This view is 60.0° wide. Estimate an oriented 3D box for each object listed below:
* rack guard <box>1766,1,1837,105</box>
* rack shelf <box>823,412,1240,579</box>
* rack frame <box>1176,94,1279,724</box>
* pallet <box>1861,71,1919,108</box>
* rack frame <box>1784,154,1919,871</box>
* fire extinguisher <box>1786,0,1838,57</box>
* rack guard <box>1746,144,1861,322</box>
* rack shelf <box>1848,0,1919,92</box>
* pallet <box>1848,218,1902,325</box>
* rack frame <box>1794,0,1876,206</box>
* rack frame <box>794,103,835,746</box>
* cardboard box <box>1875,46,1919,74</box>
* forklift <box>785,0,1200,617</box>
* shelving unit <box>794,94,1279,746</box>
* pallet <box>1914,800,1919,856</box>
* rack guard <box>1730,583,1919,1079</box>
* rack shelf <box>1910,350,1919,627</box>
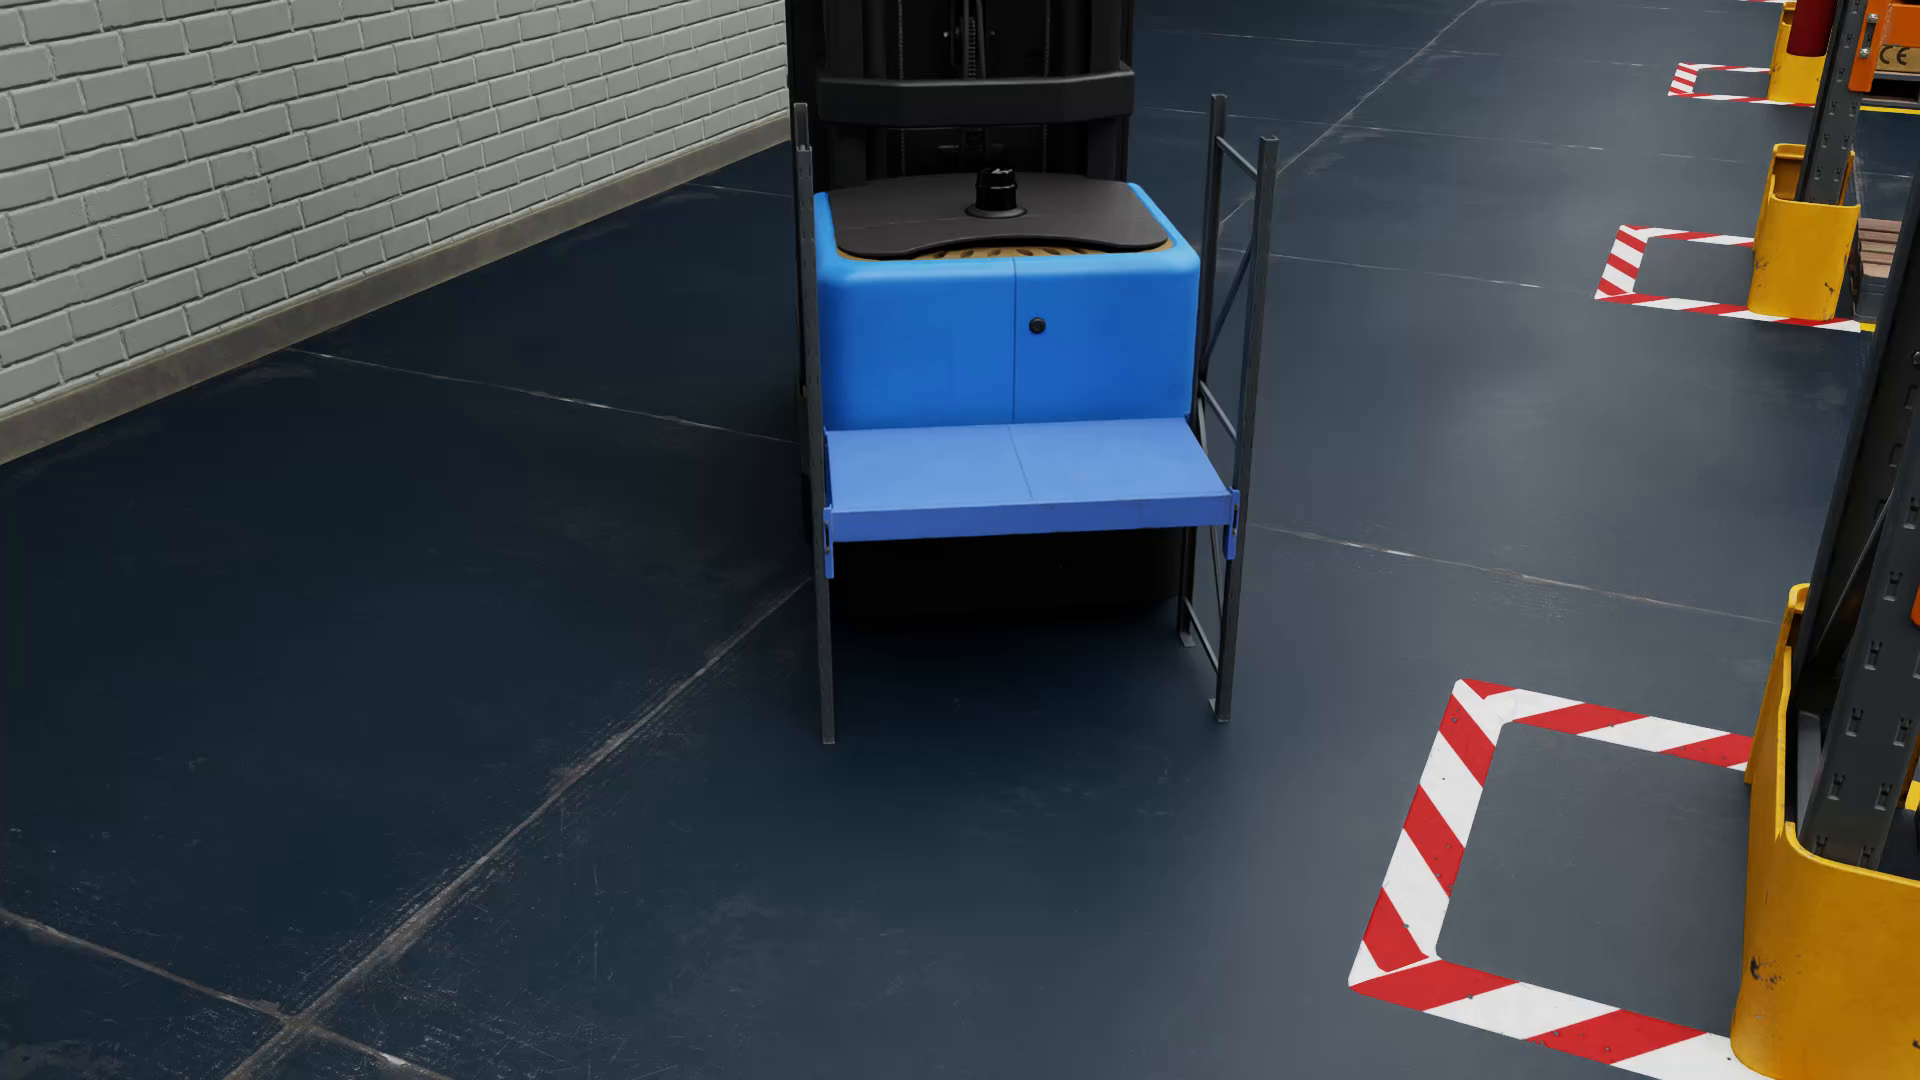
[{"bbox_3d":[5.891,-3.417,11.625,0.348,0.500,1.175,11,28,22],"label":"rack guard"},{"bbox_3d":[0.150,-0.125,4.213,1.000,0.185,0.538,-3,26,-5],"label":"rack shelf"},{"bbox_3d":[0.655,-0.309,4.180,0.032,1.500,0.500,-3,26,-5],"label":"rack frame"},{"bbox_3d":[6.673,-3.169,11.447,1.213,0.211,1.003,11,28,22],"label":"pallet"},{"bbox_3d":[1.808,-0.552,2.975,0.127,3.000,1.000,11,28,22],"label":"rack frame"},{"bbox_3d":[3.913,-2.551,7.545,0.183,0.674,0.296,11,28,22],"label":"fire extinguisher"},{"bbox_3d":[3.835,-1.421,7.569,0.348,0.500,1.175,11,28,22],"label":"rack guard"},{"bbox_3d":[5.683,-1.854,6.435,4.000,0.370,1.077,11,28,22],"label":"rack shelf"},{"bbox_3d":[4.597,-1.125,7.297,1.213,0.211,1.003,11,28,22],"label":"pallet"},{"bbox_3d":[3.862,-2.543,7.019,0.127,3.000,1.000,11,28,22],"label":"rack frame"},{"bbox_3d":[-0.356,-0.263,4.087,0.032,1.500,0.500,-3,26,-5],"label":"rack frame"},{"bbox_3d":[6.528,-3.685,11.268,0.875,0.875,0.875,11,28,22],"label":"cardboard box"},{"bbox_3d":[-0.030,-1.719,5.424,1.130,2.935,3.031,-3,26,-6],"label":"forklift"},{"bbox_3d":[0.150,-0.286,4.133,1.048,1.500,0.538,-3,26,-5],"label":"shelving unit"},{"bbox_3d":[2.604,0.859,3.267,1.213,0.211,1.003,11,28,22],"label":"pallet"},{"bbox_3d":[1.878,0.584,3.499,0.348,0.500,1.175,11,28,22],"label":"rack guard"},{"bbox_3d":[3.629,0.137,2.391,4.000,0.370,1.077,11,28,22],"label":"rack shelf"}]
